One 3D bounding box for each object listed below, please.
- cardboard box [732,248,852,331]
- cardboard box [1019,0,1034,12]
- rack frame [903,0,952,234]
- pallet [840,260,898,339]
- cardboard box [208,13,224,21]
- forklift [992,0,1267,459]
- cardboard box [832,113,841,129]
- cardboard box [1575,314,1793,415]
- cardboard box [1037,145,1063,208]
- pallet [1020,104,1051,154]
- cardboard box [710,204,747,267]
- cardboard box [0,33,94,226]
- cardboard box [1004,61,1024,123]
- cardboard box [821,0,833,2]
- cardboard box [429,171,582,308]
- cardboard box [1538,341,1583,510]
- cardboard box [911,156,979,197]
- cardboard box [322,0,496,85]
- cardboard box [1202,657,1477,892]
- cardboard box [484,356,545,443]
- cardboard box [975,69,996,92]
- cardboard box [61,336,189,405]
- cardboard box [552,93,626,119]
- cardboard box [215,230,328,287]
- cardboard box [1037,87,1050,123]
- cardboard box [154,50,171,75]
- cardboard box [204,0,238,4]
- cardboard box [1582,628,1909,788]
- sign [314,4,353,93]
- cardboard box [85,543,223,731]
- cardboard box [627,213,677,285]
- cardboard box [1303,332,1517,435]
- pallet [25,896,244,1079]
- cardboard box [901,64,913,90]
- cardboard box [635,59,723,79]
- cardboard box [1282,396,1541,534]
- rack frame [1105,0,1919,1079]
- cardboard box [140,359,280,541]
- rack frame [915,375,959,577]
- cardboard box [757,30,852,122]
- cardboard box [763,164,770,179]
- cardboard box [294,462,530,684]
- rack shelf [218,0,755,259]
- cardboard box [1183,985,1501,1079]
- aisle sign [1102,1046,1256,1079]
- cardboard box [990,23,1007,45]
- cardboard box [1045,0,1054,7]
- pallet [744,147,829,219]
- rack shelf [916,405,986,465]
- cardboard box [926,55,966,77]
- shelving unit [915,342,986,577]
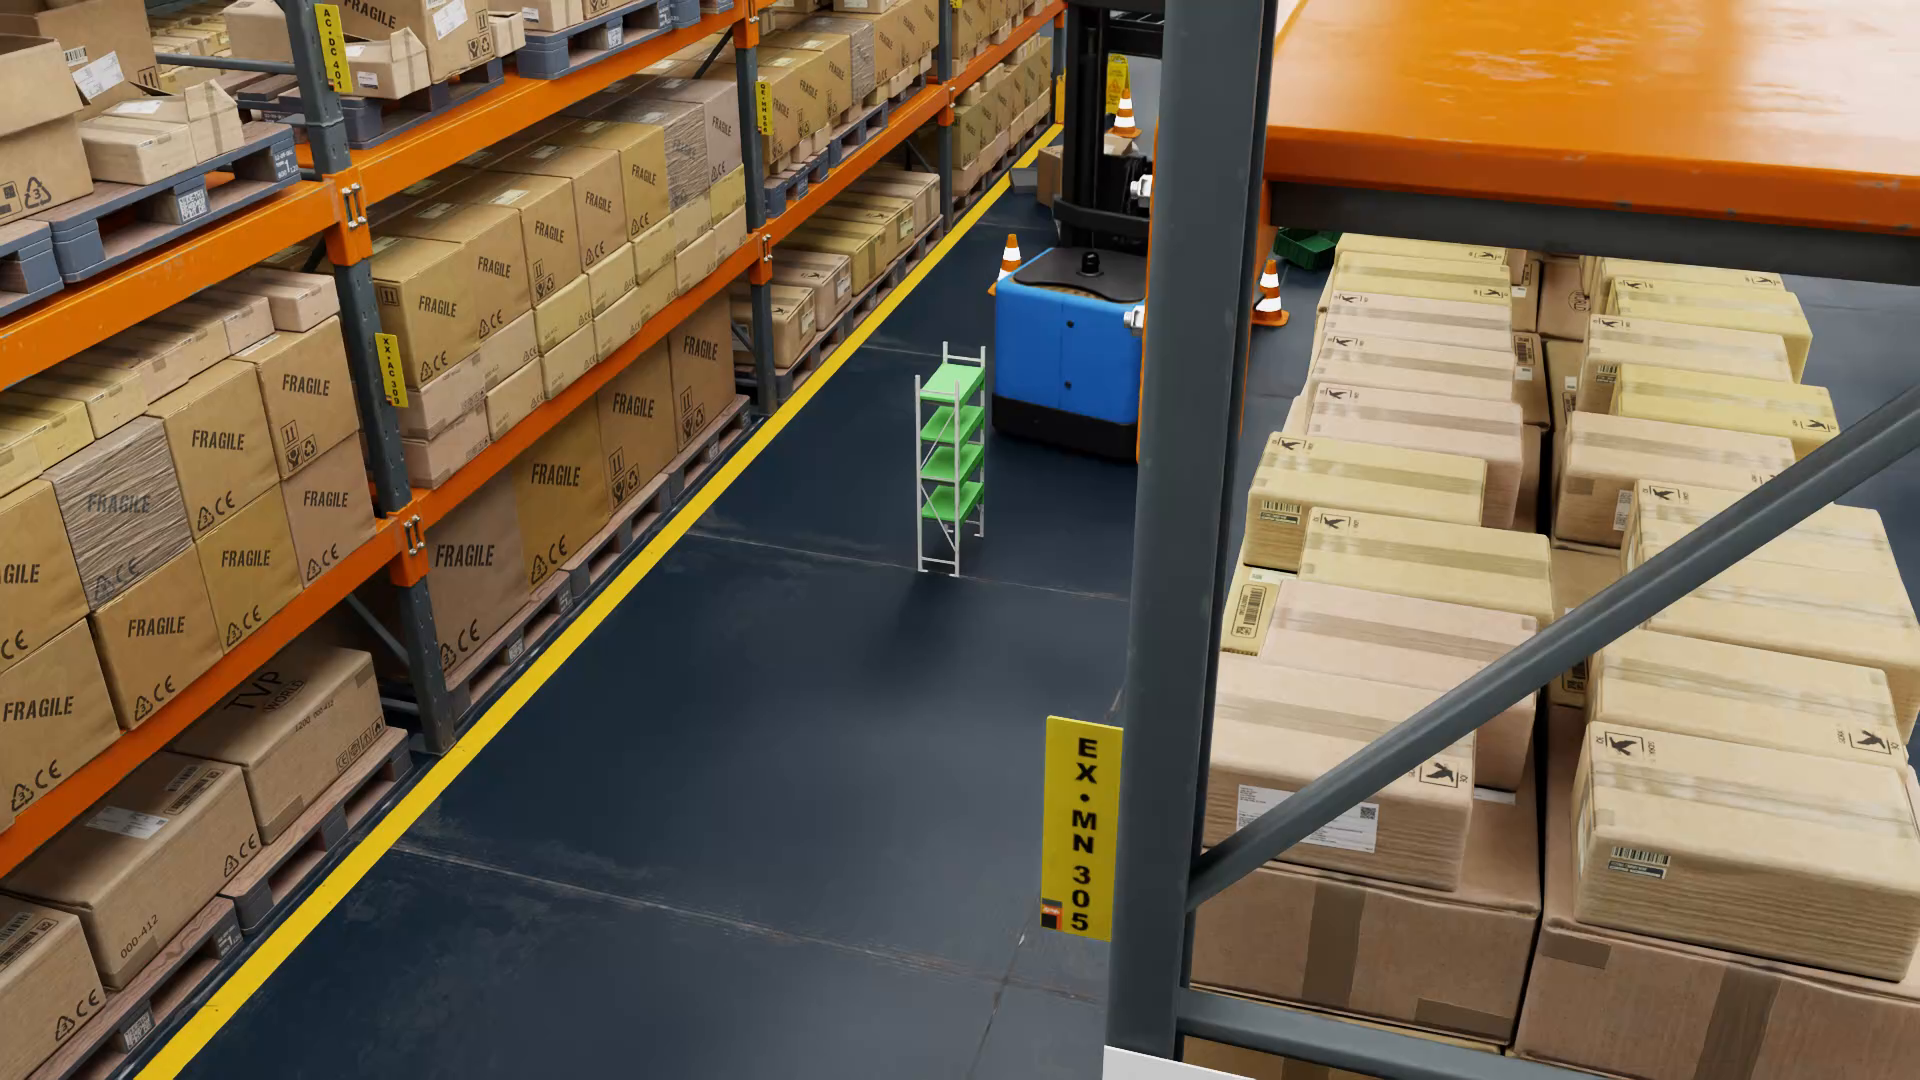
[{"bbox_3d":[-1.354,-1.874,12.305,0.950,0.372,0.625,8,30,14],"label":"cardboard box"},{"bbox_3d":[0.412,-5.370,15.909,0.500,0.500,0.500,8,30,15],"label":"cardboard box"},{"bbox_3d":[-0.564,-4.093,14.022,1.000,3.000,0.127,8,30,15],"label":"rack frame"},{"bbox_3d":[-1.148,-1.944,13.027,1.003,0.211,1.213,8,30,15],"label":"pallet"},{"bbox_3d":[-5.757,-4.110,13.282,0.380,0.149,0.250,8,30,15],"label":"cardboard box"},{"bbox_3d":[1.369,-2.478,11.189,1.130,2.935,3.031,15,33,25],"label":"forklift"},{"bbox_3d":[-1.083,-3.064,11.999,0.380,0.149,0.250,10,31,17],"label":"cardboard box"},{"bbox_3d":[1.472,-0.330,3.403,0.380,0.149,0.250,10,30,17],"label":"cardboard box"},{"bbox_3d":[1.051,-3.305,15.175,0.500,0.500,0.500,-17,34,-28],"label":"cardboard box"},{"bbox_3d":[0.315,-4.325,17.308,1.003,0.211,1.213,8,30,15],"label":"pallet"},{"bbox_3d":[-1.639,-1.896,10.228,0.500,0.250,0.500,7,30,13],"label":"cardboard box"},{"bbox_3d":[-3.277,-1.327,5.323,0.797,0.503,0.637,11,31,19],"label":"cardboard box"},{"bbox_3d":[0.319,-4.375,16.155,0.500,0.500,0.500,8,30,14],"label":"cardboard box"},{"bbox_3d":[-1.122,-4.040,13.087,0.500,0.500,0.500,9,30,15],"label":"cardboard box"},{"bbox_3d":[-2.236,-1.492,8.216,0.500,0.500,0.500,8,30,14],"label":"cardboard box"},{"bbox_3d":[1.511,-0.199,3.576,0.500,0.250,0.500,7,30,13],"label":"cardboard box"},{"bbox_3d":[-0.133,-3.311,15.012,0.500,0.250,0.500,7,30,13],"label":"cardboard box"},{"bbox_3d":[-2.376,-2.281,7.145,0.500,0.500,0.500,8,30,14],"label":"cardboard box"},{"bbox_3d":[0.492,0.309,2.254,0.380,0.149,0.250,8,30,14],"label":"cardboard box"},{"bbox_3d":[-2.380,-0.717,8.108,0.500,0.250,0.500,8,30,14],"label":"cardboard box"},{"bbox_3d":[0.110,-4.210,15.191,0.380,0.149,0.250,10,31,17],"label":"cardboard box"},{"bbox_3d":[-3.019,-0.609,5.960,0.380,0.149,0.250,8,30,14],"label":"cardboard box"},{"bbox_3d":[-2.253,-2.288,9.647,0.500,0.500,0.500,9,30,15],"label":"cardboard box"},{"bbox_3d":[-3.021,-1.099,7.509,0.500,0.500,0.500,9,30,16],"label":"cardboard box"},{"bbox_3d":[0.623,-4.509,17.165,0.500,0.250,0.500,8,30,15],"label":"cardboard box"},{"bbox_3d":[-6.032,-3.498,12.182,0.380,0.149,0.250,9,30,16],"label":"cardboard box"},{"bbox_3d":[-6.043,-4.409,13.820,0.380,0.149,0.250,8,30,14],"label":"cardboard box"},{"bbox_3d":[1.080,0.271,2.321,0.380,0.149,0.250,10,31,17],"label":"cardboard box"},{"bbox_3d":[-2.381,-1.868,6.324,0.100,0.325,0.005,8,30,15],"label":"sign"},{"bbox_3d":[-3.083,0.309,6.006,0.500,0.500,0.500,8,30,14],"label":"cardboard box"},{"bbox_3d":[-1.915,-1.646,9.263,0.500,0.250,0.500,8,30,14],"label":"cardboard box"},{"bbox_3d":[0.898,-0.282,3.316,0.380,0.149,0.250,9,30,16],"label":"cardboard box"},{"bbox_3d":[-3.567,1.754,6.379,1.003,0.211,1.213,8,30,15],"label":"pallet"},{"bbox_3d":[-0.587,-3.643,13.040,0.380,0.149,0.250,8,30,14],"label":"cardboard box"},{"bbox_3d":[-1.871,-2.842,10.933,0.500,0.500,0.500,8,30,13],"label":"cardboard box"},{"bbox_3d":[0.869,-0.047,3.303,0.500,0.250,0.500,9,30,16],"label":"cardboard box"},{"bbox_3d":[0.675,-0.479,1.354,1.000,3.000,0.127,8,30,15],"label":"rack frame"},{"bbox_3d":[-2.944,-0.362,6.185,0.500,0.500,0.500,8,30,14],"label":"cardboard box"},{"bbox_3d":[-0.120,-0.334,9.116,0.240,1.200,0.015,8,30,15],"label":"rack frame"},{"bbox_3d":[-1.089,-3.258,11.681,0.500,0.500,0.500,9,30,16],"label":"cardboard box"},{"bbox_3d":[-1.465,-2.432,10.863,0.380,0.149,0.250,7,30,12],"label":"cardboard box"},{"bbox_3d":[-2.807,0.070,8.292,0.875,0.875,0.875,9,30,16],"label":"cardboard box"},{"bbox_3d":[-2.325,-2.301,8.455,1.077,0.370,4.000,8,30,15],"label":"rack shelf"},{"bbox_3d":[0.556,0.649,2.567,0.500,0.250,0.500,8,30,14],"label":"cardboard box"},{"bbox_3d":[0.367,0.998,2.196,0.394,0.787,0.004,8,30,15],"label":"aisle sign"},{"bbox_3d":[0.219,-4.677,15.330,0.380,0.149,0.250,9,30,15],"label":"cardboard box"},{"bbox_3d":[0.736,-5.504,16.817,0.380,0.149,0.250,8,30,14],"label":"cardboard box"},{"bbox_3d":[-1.631,-2.497,11.350,1.213,0.211,1.003,8,30,15],"label":"pallet"},{"bbox_3d":[-0.049,-0.601,9.234,0.258,0.148,0.480,8,30,15],"label":"rack shelf"},{"bbox_3d":[-0.165,-4.084,14.264,0.380,0.149,0.250,8,30,15],"label":"cardboard box"},{"bbox_3d":[-0.049,-0.447,9.320,0.258,1.200,0.503,8,30,15],"label":"shelving unit"}]
